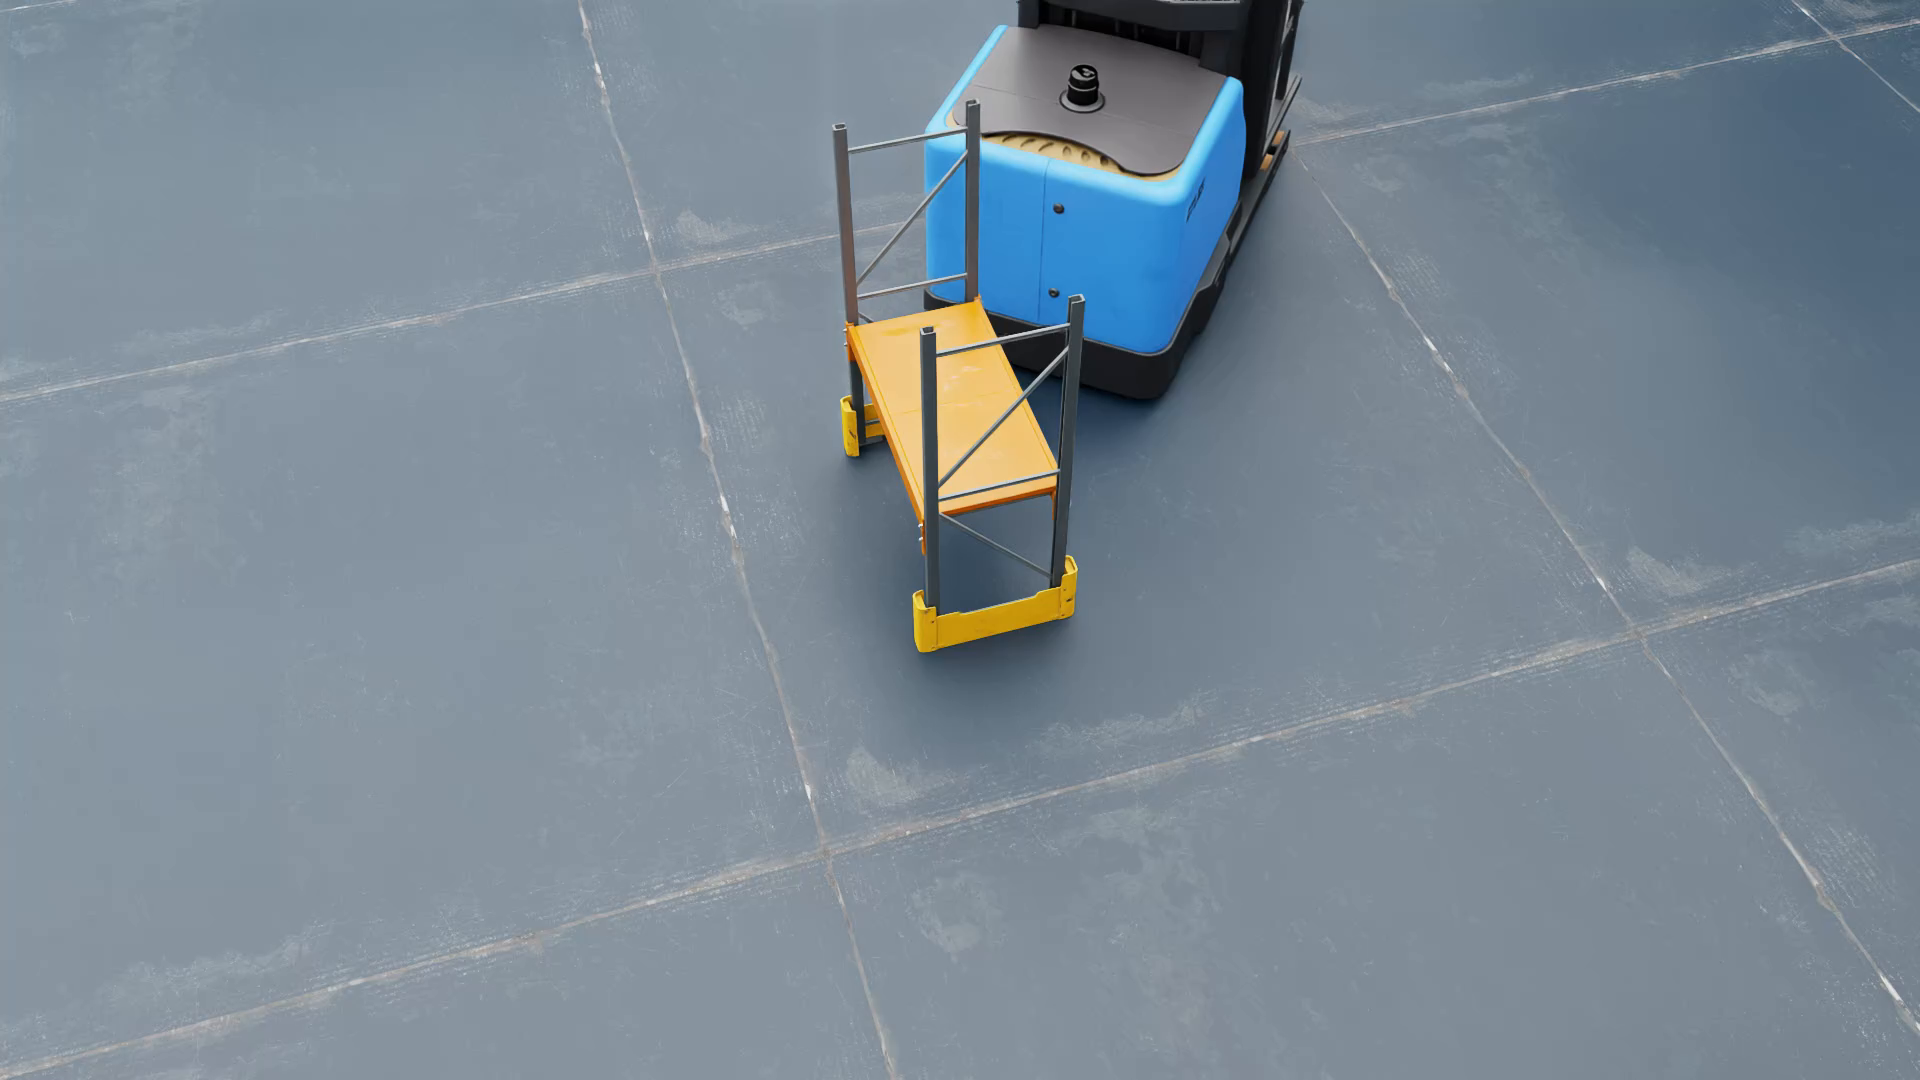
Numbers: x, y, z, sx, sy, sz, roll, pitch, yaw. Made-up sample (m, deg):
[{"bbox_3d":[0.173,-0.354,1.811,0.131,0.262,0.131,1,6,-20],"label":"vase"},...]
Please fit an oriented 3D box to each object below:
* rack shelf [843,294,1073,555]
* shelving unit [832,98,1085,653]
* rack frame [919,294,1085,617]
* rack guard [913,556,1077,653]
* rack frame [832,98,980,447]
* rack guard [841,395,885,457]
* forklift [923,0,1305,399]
[{"bbox_3d":[-0.025,-0.430,5.867,0.538,0.185,1.000,-13,51,-11],"label":"rack shelf"},{"bbox_3d":[-0.023,-0.539,5.724,0.587,1.500,1.083,-13,51,-11],"label":"shelving unit"},{"bbox_3d":[0.125,-0.174,5.416,0.500,1.500,0.032,-13,51,-11],"label":"rack frame"},{"bbox_3d":[0.125,0.227,5.895,0.587,0.250,0.087,-13,51,-11],"label":"rack guard"},{"bbox_3d":[-0.176,-0.917,6.042,0.500,1.500,0.032,-13,51,-11],"label":"rack frame"},{"bbox_3d":[-0.170,-0.500,6.508,0.587,0.250,0.087,-13,51,-11],"label":"rack guard"},{"bbox_3d":[0.879,-2.657,6.573,1.130,2.935,3.031,17,52,14],"label":"forklift"}]
